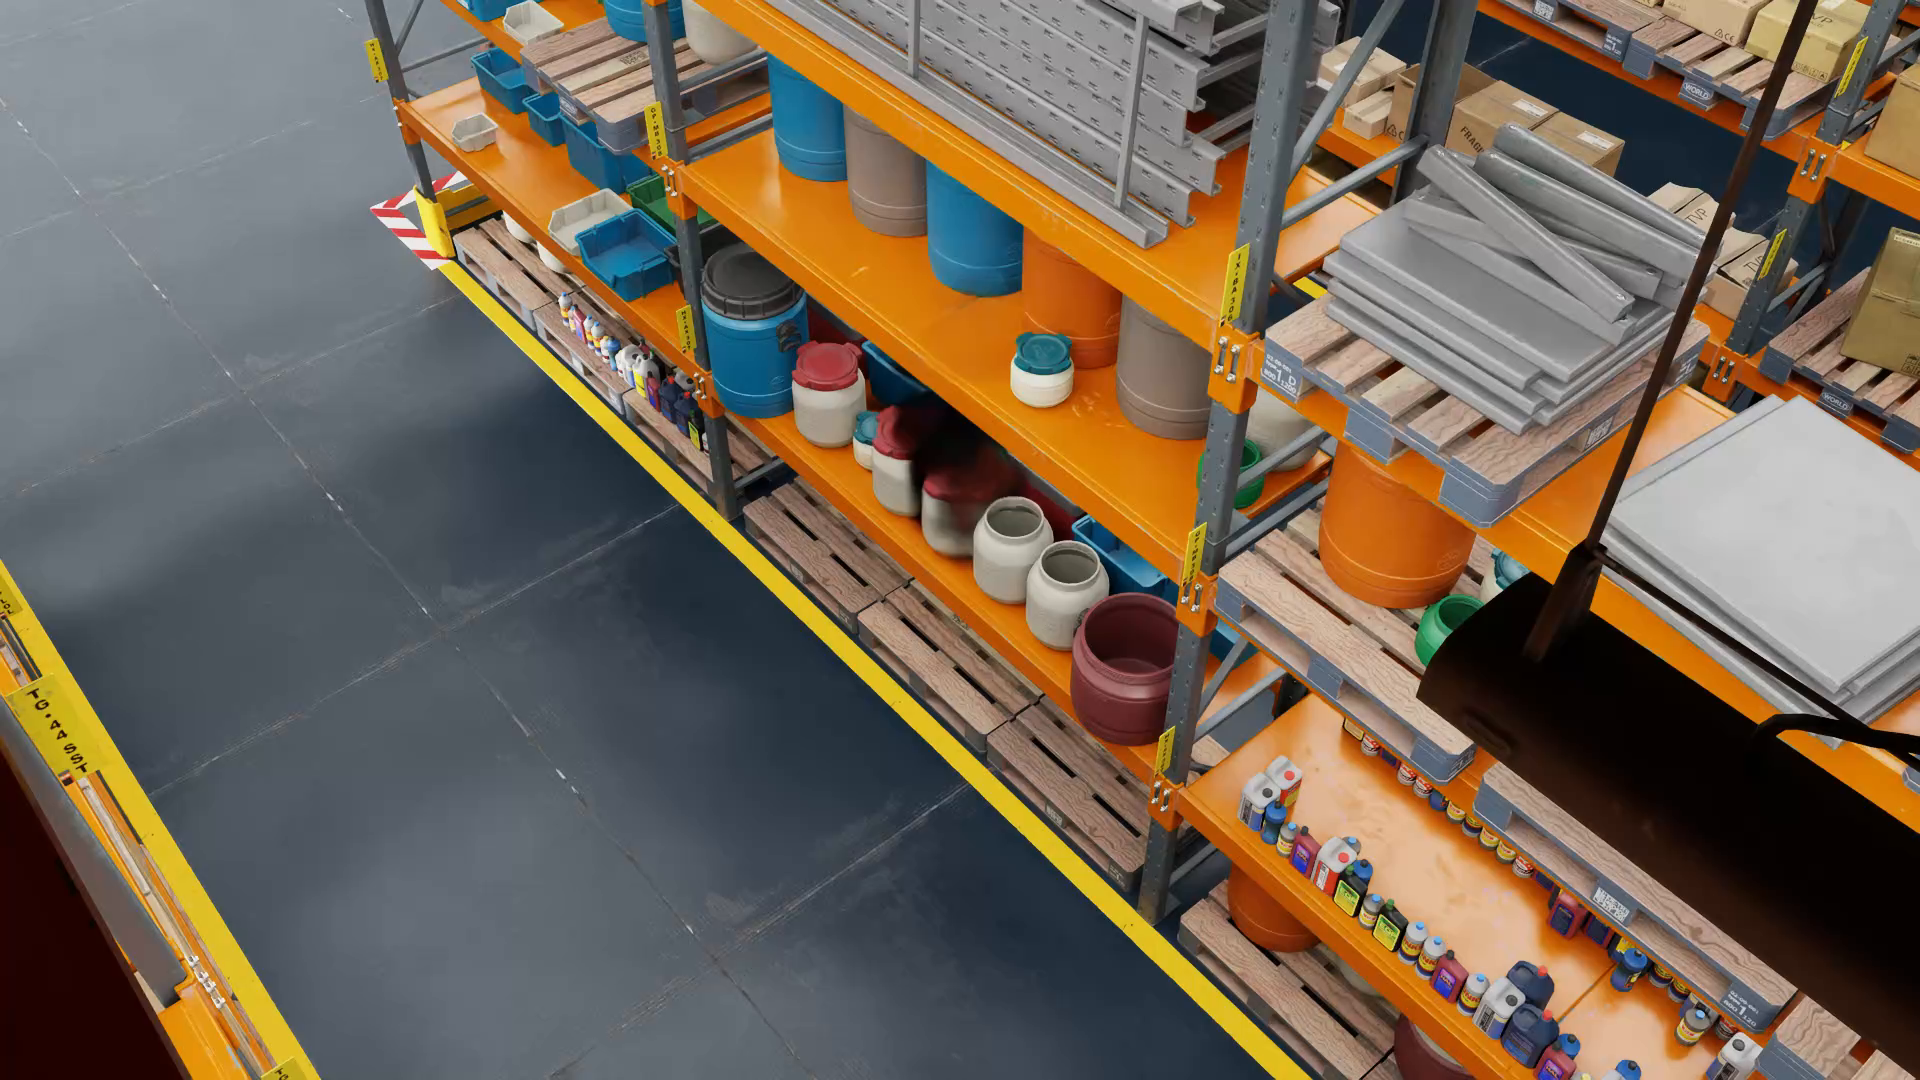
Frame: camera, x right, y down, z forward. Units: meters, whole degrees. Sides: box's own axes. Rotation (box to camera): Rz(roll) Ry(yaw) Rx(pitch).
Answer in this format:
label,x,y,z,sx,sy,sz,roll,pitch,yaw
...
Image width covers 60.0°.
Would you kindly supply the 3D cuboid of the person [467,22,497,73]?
label,x,y,z,sx,sy,sz,roll,pitch,yaw
person,-3.775,-4.154,13.740,0.670,1.821,0.726,14,48,13
